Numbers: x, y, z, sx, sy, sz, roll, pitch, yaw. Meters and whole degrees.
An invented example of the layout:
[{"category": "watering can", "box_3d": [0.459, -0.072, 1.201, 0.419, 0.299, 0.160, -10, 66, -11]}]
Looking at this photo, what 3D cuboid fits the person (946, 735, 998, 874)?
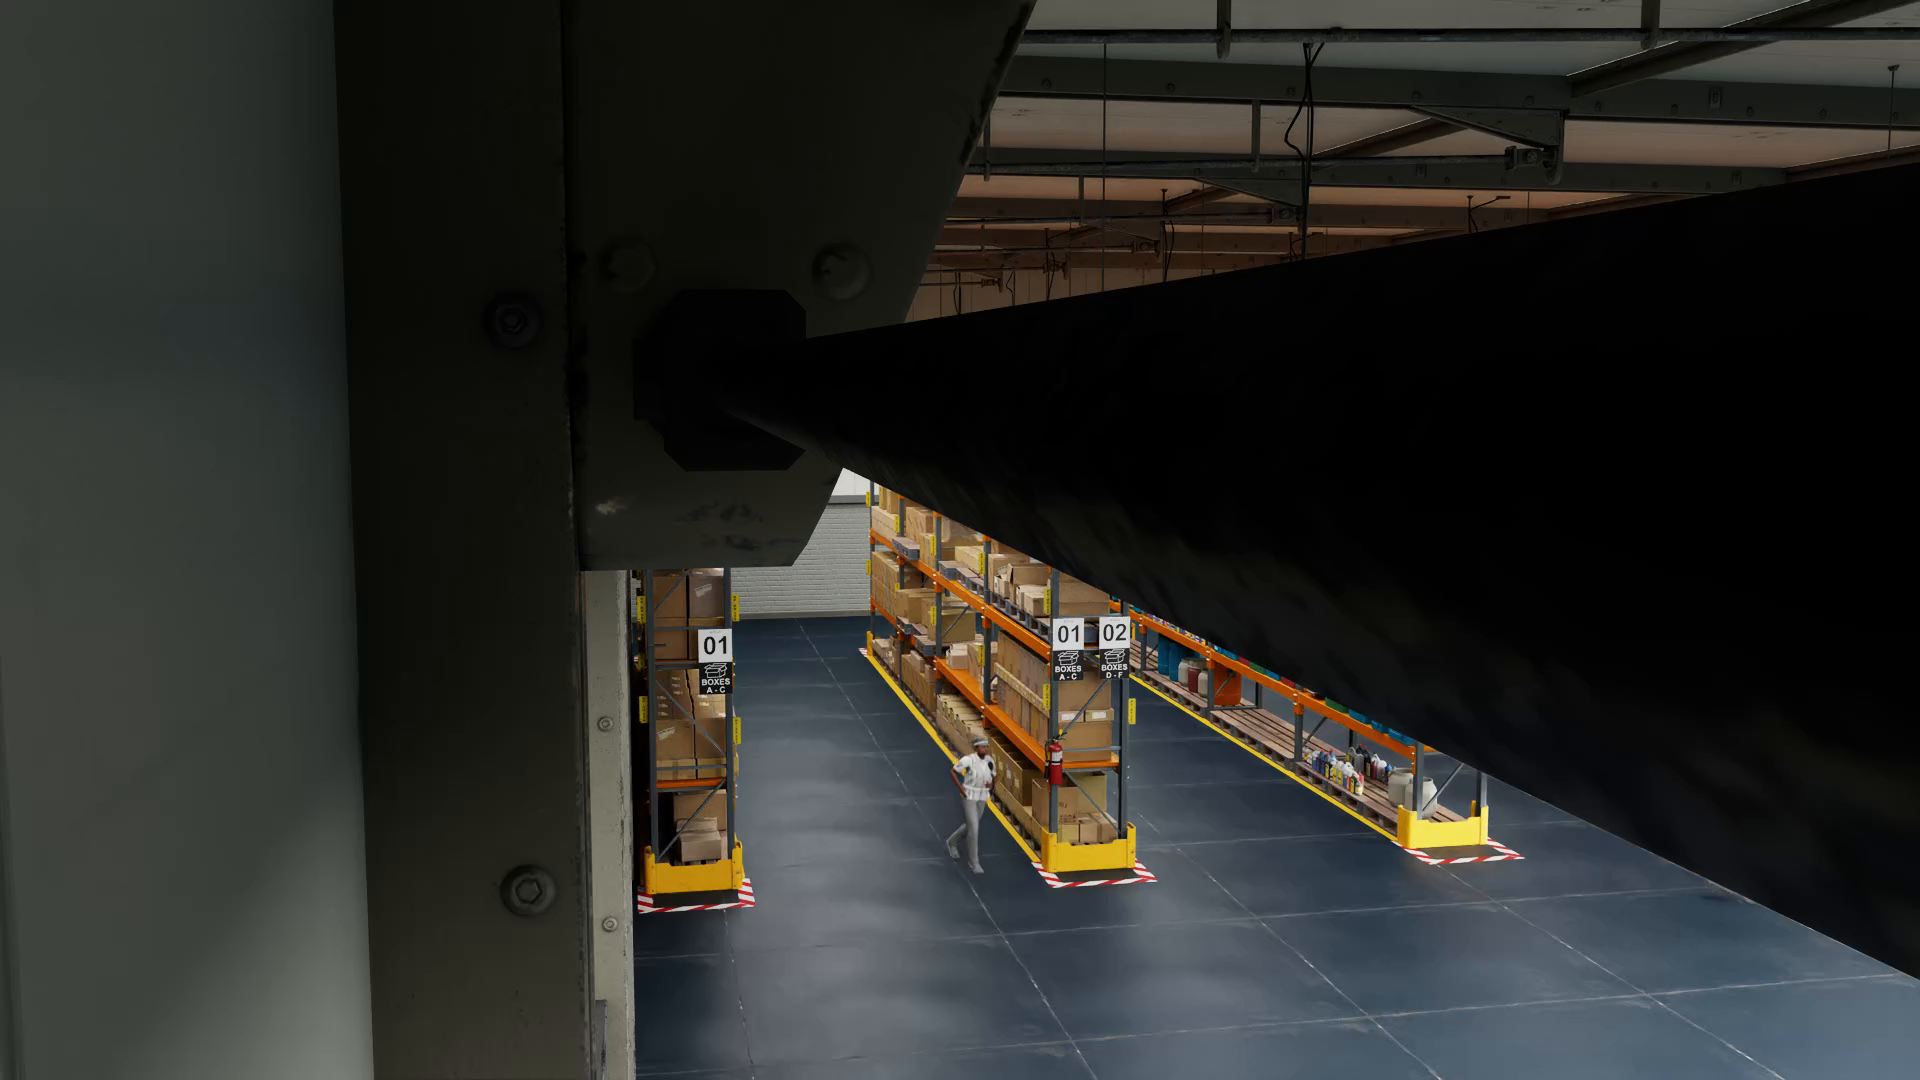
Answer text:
[{"category": "person", "box_3d": [0.193, 3.312, 21.156, 0.587, 1.730, 0.827, -4, 7, -35]}]
